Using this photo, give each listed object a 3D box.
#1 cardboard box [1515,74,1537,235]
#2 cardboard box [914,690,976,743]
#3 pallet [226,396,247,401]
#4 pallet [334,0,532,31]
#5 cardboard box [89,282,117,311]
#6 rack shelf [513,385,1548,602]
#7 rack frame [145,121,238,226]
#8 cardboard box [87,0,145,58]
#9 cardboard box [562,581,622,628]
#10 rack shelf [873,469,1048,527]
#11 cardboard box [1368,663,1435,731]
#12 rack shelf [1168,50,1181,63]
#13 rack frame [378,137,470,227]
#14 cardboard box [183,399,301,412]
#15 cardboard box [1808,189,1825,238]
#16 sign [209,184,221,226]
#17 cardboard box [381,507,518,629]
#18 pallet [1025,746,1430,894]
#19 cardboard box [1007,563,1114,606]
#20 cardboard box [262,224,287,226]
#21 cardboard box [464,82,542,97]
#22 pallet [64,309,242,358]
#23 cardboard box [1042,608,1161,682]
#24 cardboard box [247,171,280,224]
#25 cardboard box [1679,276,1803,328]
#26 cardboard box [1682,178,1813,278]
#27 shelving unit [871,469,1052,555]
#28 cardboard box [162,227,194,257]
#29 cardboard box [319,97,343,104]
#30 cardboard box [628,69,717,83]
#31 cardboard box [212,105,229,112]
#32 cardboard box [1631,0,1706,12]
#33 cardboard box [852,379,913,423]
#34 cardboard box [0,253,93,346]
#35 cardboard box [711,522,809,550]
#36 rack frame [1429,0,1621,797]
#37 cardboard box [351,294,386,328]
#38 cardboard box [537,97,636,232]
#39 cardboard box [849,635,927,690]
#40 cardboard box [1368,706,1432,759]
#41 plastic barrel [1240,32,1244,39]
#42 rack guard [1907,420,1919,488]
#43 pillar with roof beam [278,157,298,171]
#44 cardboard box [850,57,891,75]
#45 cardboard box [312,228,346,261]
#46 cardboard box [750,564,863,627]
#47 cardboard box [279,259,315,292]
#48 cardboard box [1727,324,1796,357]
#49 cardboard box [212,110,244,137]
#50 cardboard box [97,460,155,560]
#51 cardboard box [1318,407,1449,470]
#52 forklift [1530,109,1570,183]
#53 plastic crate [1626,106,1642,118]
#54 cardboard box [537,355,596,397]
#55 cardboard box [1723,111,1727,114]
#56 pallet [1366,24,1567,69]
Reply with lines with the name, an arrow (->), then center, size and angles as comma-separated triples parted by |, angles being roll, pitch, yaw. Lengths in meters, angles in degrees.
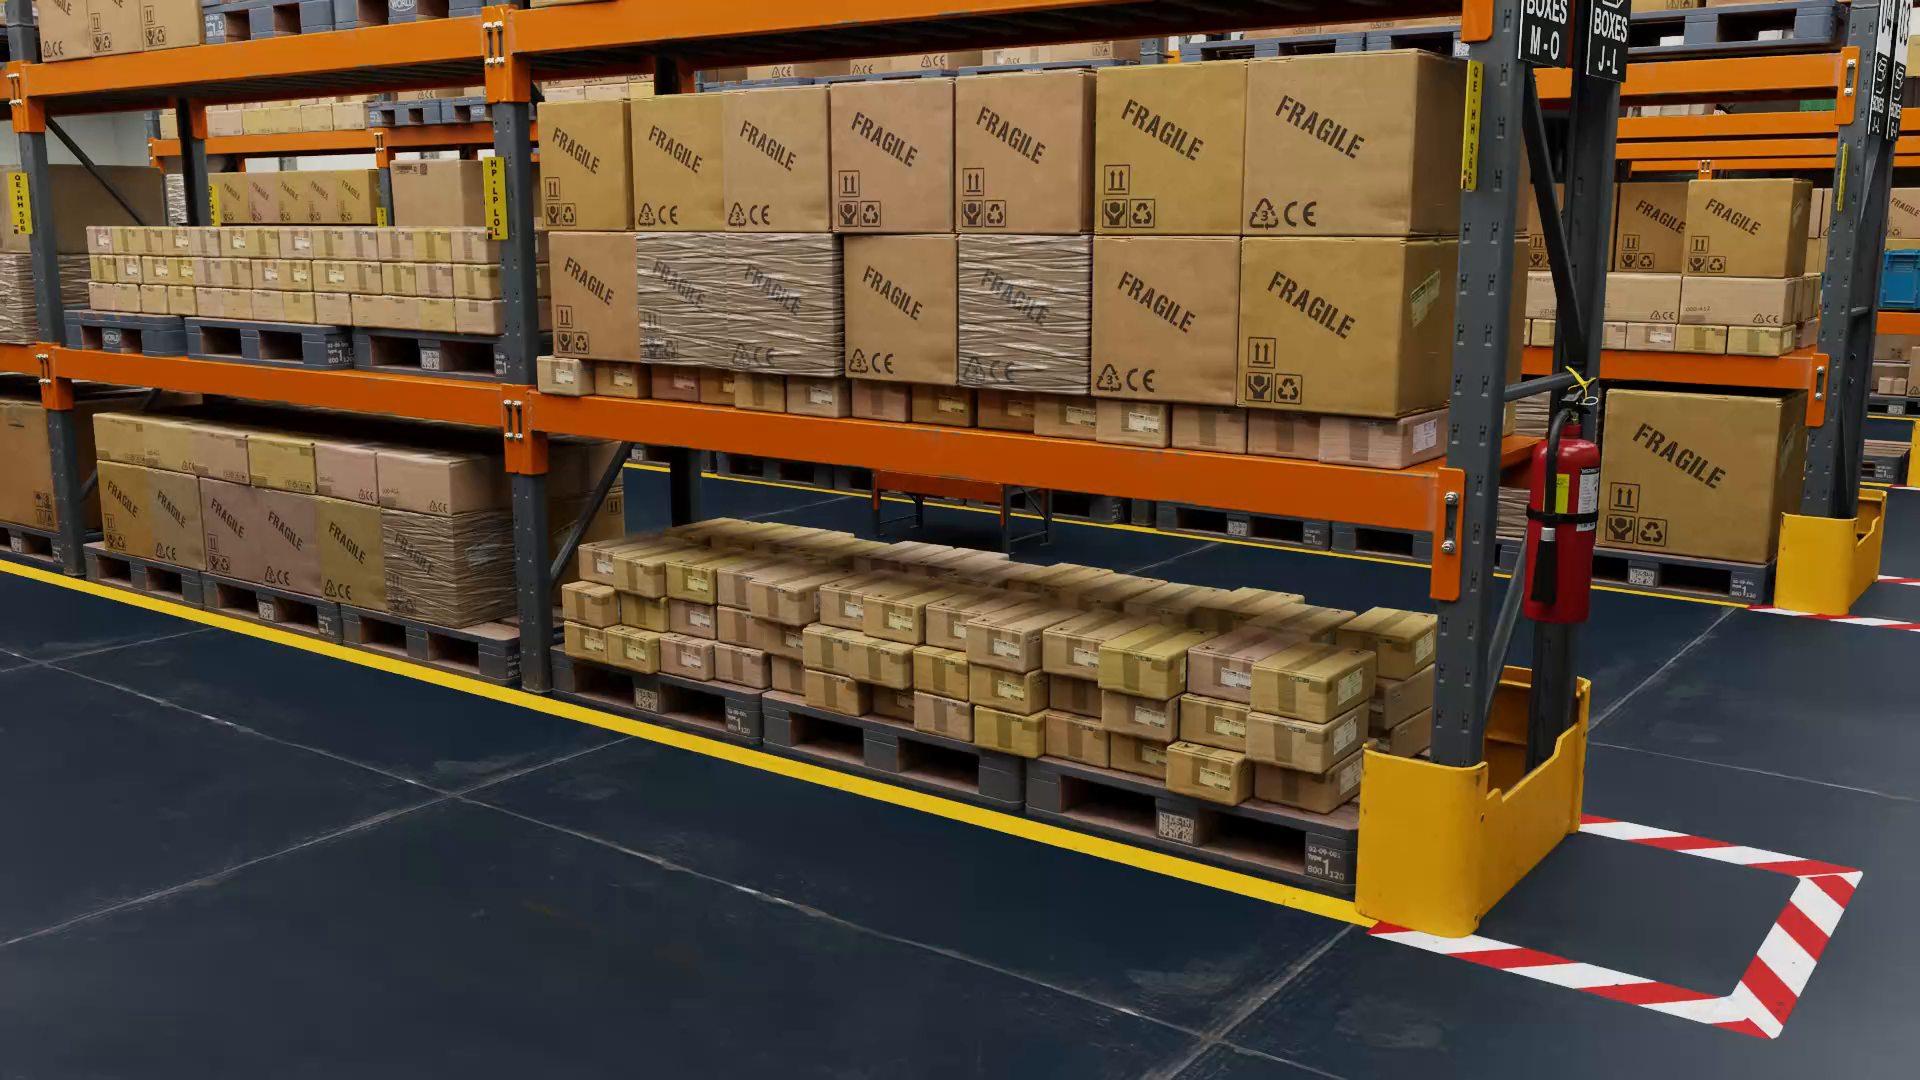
cardboard box -> 1.478, -1.218, 5.249 | 0.500, 0.500, 0.500 | 8, 13, 35
cardboard box -> 0.048, 0.591, 5.980 | 0.250, 0.149, 0.380 | 8, 14, 37
pallet -> -7.501, -1.513, 17.796 | 1.213, 0.211, 1.003 | 8, 13, 36
pallet -> -1.976, -2.357, 7.411 | 1.003, 0.211, 1.213 | 8, 13, 36
cardboard box -> -4.525, -1.342, 9.124 | 0.250, 0.149, 0.380 | 8, 13, 35
rack shelf -> 1.517, -1.410, 7.931 | 4.006, 1.845, 5.958 | 8, 13, 36
rack frame -> -8.197, -2.988, 18.075 | 0.127, 3.000, 1.000 | 8, 13, 36
cardboard box -> -4.056, -2.702, 8.438 | 0.500, 0.500, 0.500 | 8, 13, 36
cardboard box -> -1.439, 0.247, 6.974 | 0.250, 0.149, 0.380 | 9, 14, 38
rack shelf -> 0.005, -0.311, 10.465 | 1.000, 0.278, 0.538 | 8, 13, 36
cardboard box -> 1.412, 0.508, 5.621 | 0.250, 0.149, 0.380 | 9, 14, 38
rack shelf -> 2.506, -6.225, 21.962 | 4.000, 0.370, 1.077 | 8, 13, 36
rack frame -> -4.972, -2.538, 15.751 | 0.127, 3.000, 1.000 | 8, 13, 36
cardboard box -> -4.059, -0.651, 9.496 | 0.500, 0.250, 0.500 | 8, 13, 34
cardboard box -> 8.802, -3.425, 17.440 | 0.500, 0.500, 0.500 | 8, 14, 37
sign -> -4.452, -1.954, 9.892 | 0.005, 0.325, 0.100 | 8, 13, 36
cardboard box -> -2.287, 0.086, 7.664 | 0.500, 0.500, 0.500 | 8, 13, 34
pallet -> 0.987, 0.823, 5.720 | 1.213, 0.211, 1.003 | 8, 13, 36
cardboard box -> 0.389, 0.205, 6.408 | 0.250, 0.149, 0.380 | 8, 14, 36
cardboard box -> -6.522, -2.958, 16.876 | 0.500, 0.500, 0.875 | 8, 13, 36
cardboard box -> -3.892, -4.094, 14.518 | 0.637, 0.503, 0.797 | 9, 14, 38
pallet -> -4.128, -1.182, 9.248 | 1.003, 0.211, 1.213 | 8, 13, 36
cardboard box -> 0.482, 0.354, 5.634 | 0.250, 0.149, 0.380 | 7, 13, 33
cardboard box -> -6.705, -3.401, 16.536 | 0.500, 0.500, 0.500 | 8, 13, 36
cardboard box -> 4.152, -1.275, 8.835 | 0.500, 0.250, 0.500 | 8, 13, 35
cardboard box -> 4.151, -1.644, 8.767 | 0.500, 0.500, 0.500 | 8, 14, 36
shelving unit -> 0.005, -0.552, 10.419 | 1.048, 1.125, 0.538 | 8, 13, 36
cardboard box -> -3.882, -1.546, 8.611 | 0.250, 0.149, 0.380 | 7, 13, 33
cardboard box -> -5.820, -4.184, 15.707 | 0.250, 0.149, 0.380 | 7, 13, 33
cardboard box -> -2.281, -3.871, 13.164 | 0.500, 0.500, 0.500 | 8, 14, 37
cardboard box -> -7.313, -4.393, 16.788 | 0.250, 0.149, 0.380 | 8, 13, 35
cardboard box -> 3.867, -3.098, 9.115 | 0.500, 0.500, 0.700 | 7, 13, 33
cardboard box -> -0.173, -0.522, 5.990 | 0.250, 0.149, 0.380 | 9, 14, 38
cardboard box -> -5.288, -1.399, 9.600 | 0.500, 0.500, 0.500 | 8, 13, 36
cardboard box -> -0.871, 0.034, 7.292 | 0.250, 0.149, 0.380 | 8, 14, 36
rack frame -> 1.682, -0.441, 4.911 | 0.127, 3.000, 1.000 | 8, 13, 36
cardboard box -> -2.590, -1.073, 7.736 | 0.250, 0.149, 0.380 | 7, 13, 33
cardboard box -> -1.322, -1.488, 6.648 | 0.500, 0.500, 0.500 | 8, 14, 37
cardboard box -> -0.191, 0.418, 6.087 | 0.250, 0.149, 0.380 | 8, 14, 36
cardboard box -> 1.449, 0.645, 5.700 | 0.250, 0.149, 0.380 | 8, 14, 37
plastic barrel -> 2.941, -4.490, 15.519 | 0.708, 0.901, 0.600 | 8, 13, 36
rack guard -> 7.658, -0.719, 12.930 | 0.348, 0.500, 1.175 | 8, 13, 36
pillar with roof beam -> -20.217, -10.301, 40.083 | 0.548, 9.000, 9.100 | 8, 13, 36
cardboard box -> -0.466, -3.675, 12.362 | 0.500, 0.500, 0.500 | 9, 14, 39
cardboard box -> -2.813, -1.398, 7.847 | 0.250, 0.149, 0.380 | 7, 13, 34
cardboard box -> -0.586, 0.209, 6.385 | 0.250, 0.149, 0.380 | 8, 14, 37
cardboard box -> -3.044, -1.282, 8.029 | 0.250, 0.149, 0.380 | 8, 14, 36
cardboard box -> 4.218, -1.055, 8.747 | 0.250, 0.149, 0.380 | 8, 14, 37
cardboard box -> -7.145, -4.180, 16.734 | 0.500, 0.250, 0.500 | 8, 13, 35
cardboard box -> -4.347, -0.201, 9.145 | 0.500, 0.500, 0.500 | 7, 13, 33
cardboard box -> 1.252, -0.311, 4.901 | 0.250, 0.149, 0.380 | 8, 14, 36
forklift -> 3.639, -1.825, 12.245 | 1.130, 2.935, 3.031 | -11, 15, -44
plastic crate -> 5.658, -3.655, 14.323 | 0.466, 0.136, 0.293 | 8, 13, 36
cardboard box -> -1.507, -0.685, 6.836 | 0.250, 0.149, 0.380 | 9, 14, 38
cardboard box -> 8.387, -4.592, 17.552 | 0.500, 0.250, 0.500 | 8, 13, 36
pallet -> 3.108, -2.837, 9.632 | 1.213, 0.211, 1.003 | 8, 13, 36
